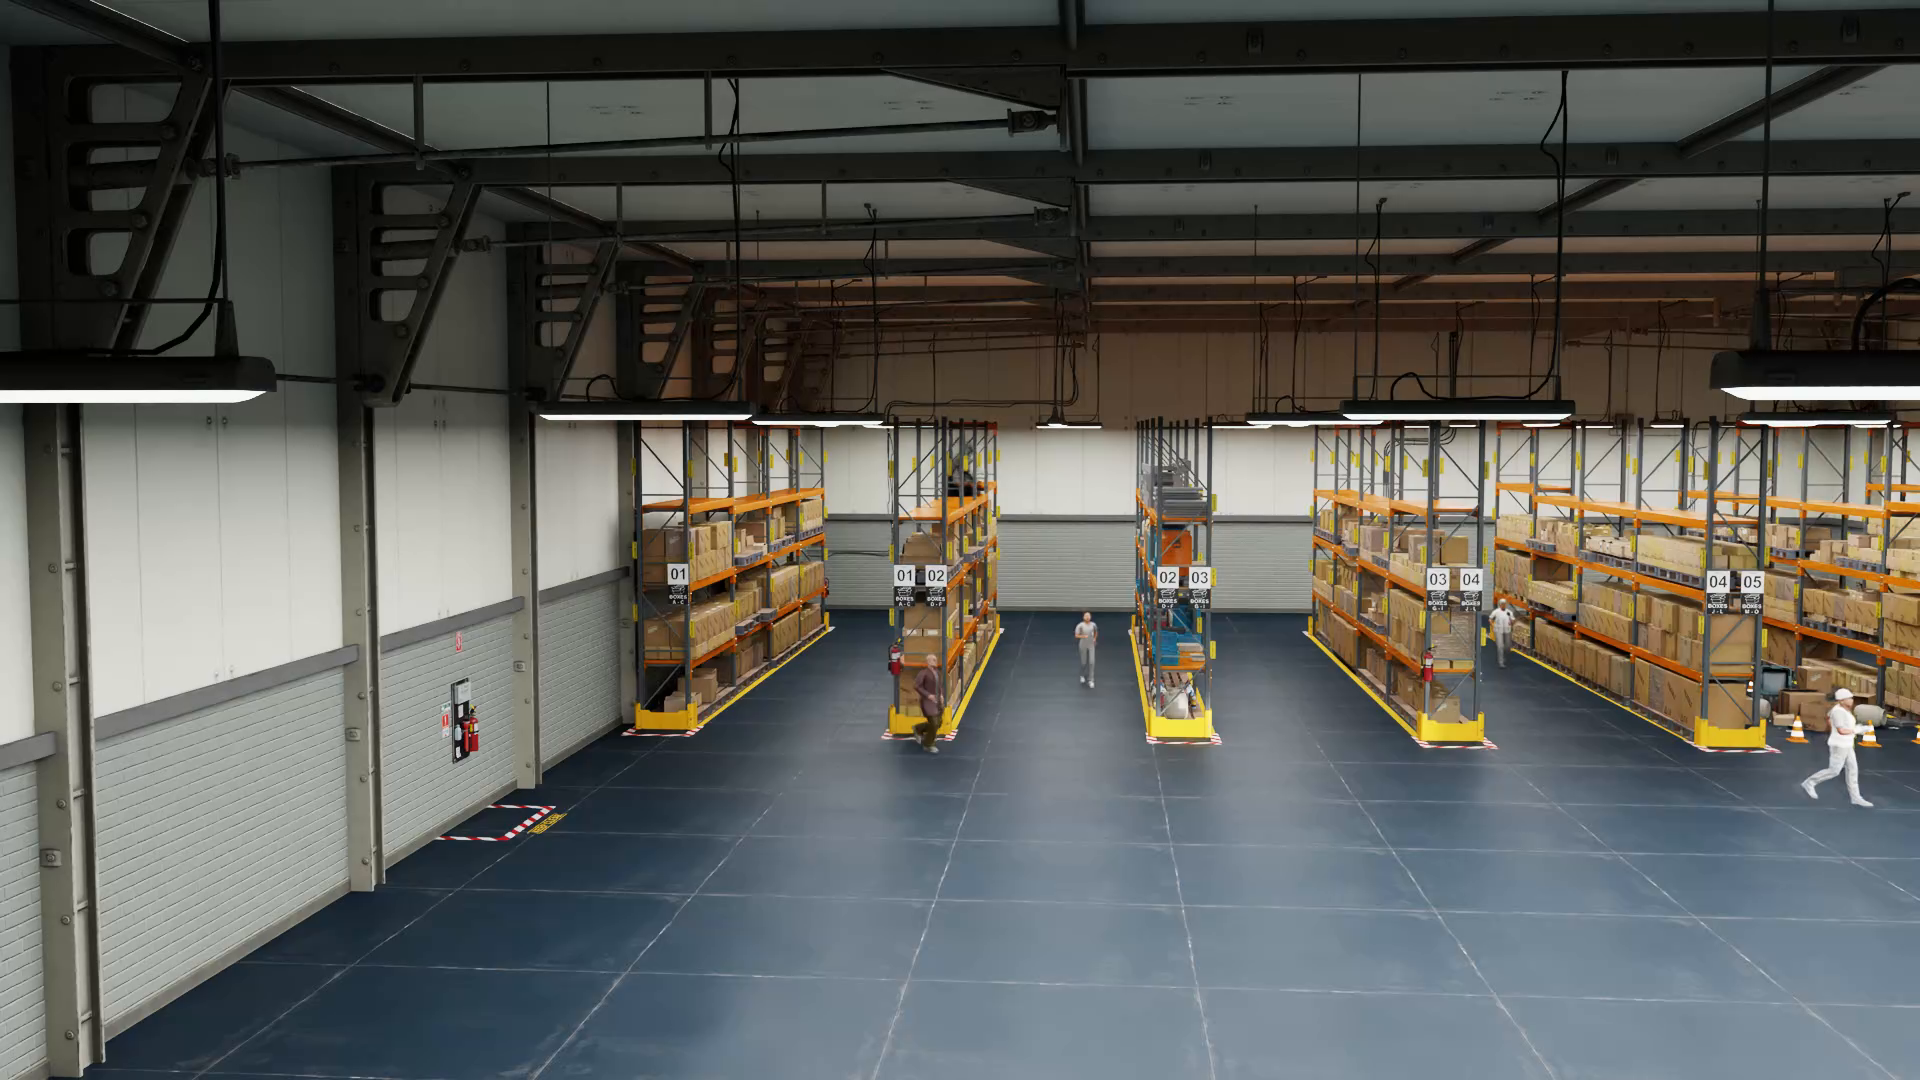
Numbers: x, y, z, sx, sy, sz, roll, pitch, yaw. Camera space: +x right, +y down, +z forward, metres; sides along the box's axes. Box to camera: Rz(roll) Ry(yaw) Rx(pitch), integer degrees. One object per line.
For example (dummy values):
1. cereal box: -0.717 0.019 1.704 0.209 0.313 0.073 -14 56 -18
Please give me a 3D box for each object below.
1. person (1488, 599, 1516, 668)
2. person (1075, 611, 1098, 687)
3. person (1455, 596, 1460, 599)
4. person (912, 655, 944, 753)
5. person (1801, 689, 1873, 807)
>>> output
1. person: 13.213 2.254 40.515 0.619 1.637 0.862 0 4 6
2. person: 2.850 2.420 37.294 0.570 1.664 0.908 -1 4 -8
3. person: 13.462 1.956 44.960 0.673 1.688 0.734 1 4 8
4. person: -0.578 2.920 29.897 0.690 1.741 0.760 3 5 35
5. person: 13.415 3.144 25.380 0.984 1.765 0.685 3 5 38
